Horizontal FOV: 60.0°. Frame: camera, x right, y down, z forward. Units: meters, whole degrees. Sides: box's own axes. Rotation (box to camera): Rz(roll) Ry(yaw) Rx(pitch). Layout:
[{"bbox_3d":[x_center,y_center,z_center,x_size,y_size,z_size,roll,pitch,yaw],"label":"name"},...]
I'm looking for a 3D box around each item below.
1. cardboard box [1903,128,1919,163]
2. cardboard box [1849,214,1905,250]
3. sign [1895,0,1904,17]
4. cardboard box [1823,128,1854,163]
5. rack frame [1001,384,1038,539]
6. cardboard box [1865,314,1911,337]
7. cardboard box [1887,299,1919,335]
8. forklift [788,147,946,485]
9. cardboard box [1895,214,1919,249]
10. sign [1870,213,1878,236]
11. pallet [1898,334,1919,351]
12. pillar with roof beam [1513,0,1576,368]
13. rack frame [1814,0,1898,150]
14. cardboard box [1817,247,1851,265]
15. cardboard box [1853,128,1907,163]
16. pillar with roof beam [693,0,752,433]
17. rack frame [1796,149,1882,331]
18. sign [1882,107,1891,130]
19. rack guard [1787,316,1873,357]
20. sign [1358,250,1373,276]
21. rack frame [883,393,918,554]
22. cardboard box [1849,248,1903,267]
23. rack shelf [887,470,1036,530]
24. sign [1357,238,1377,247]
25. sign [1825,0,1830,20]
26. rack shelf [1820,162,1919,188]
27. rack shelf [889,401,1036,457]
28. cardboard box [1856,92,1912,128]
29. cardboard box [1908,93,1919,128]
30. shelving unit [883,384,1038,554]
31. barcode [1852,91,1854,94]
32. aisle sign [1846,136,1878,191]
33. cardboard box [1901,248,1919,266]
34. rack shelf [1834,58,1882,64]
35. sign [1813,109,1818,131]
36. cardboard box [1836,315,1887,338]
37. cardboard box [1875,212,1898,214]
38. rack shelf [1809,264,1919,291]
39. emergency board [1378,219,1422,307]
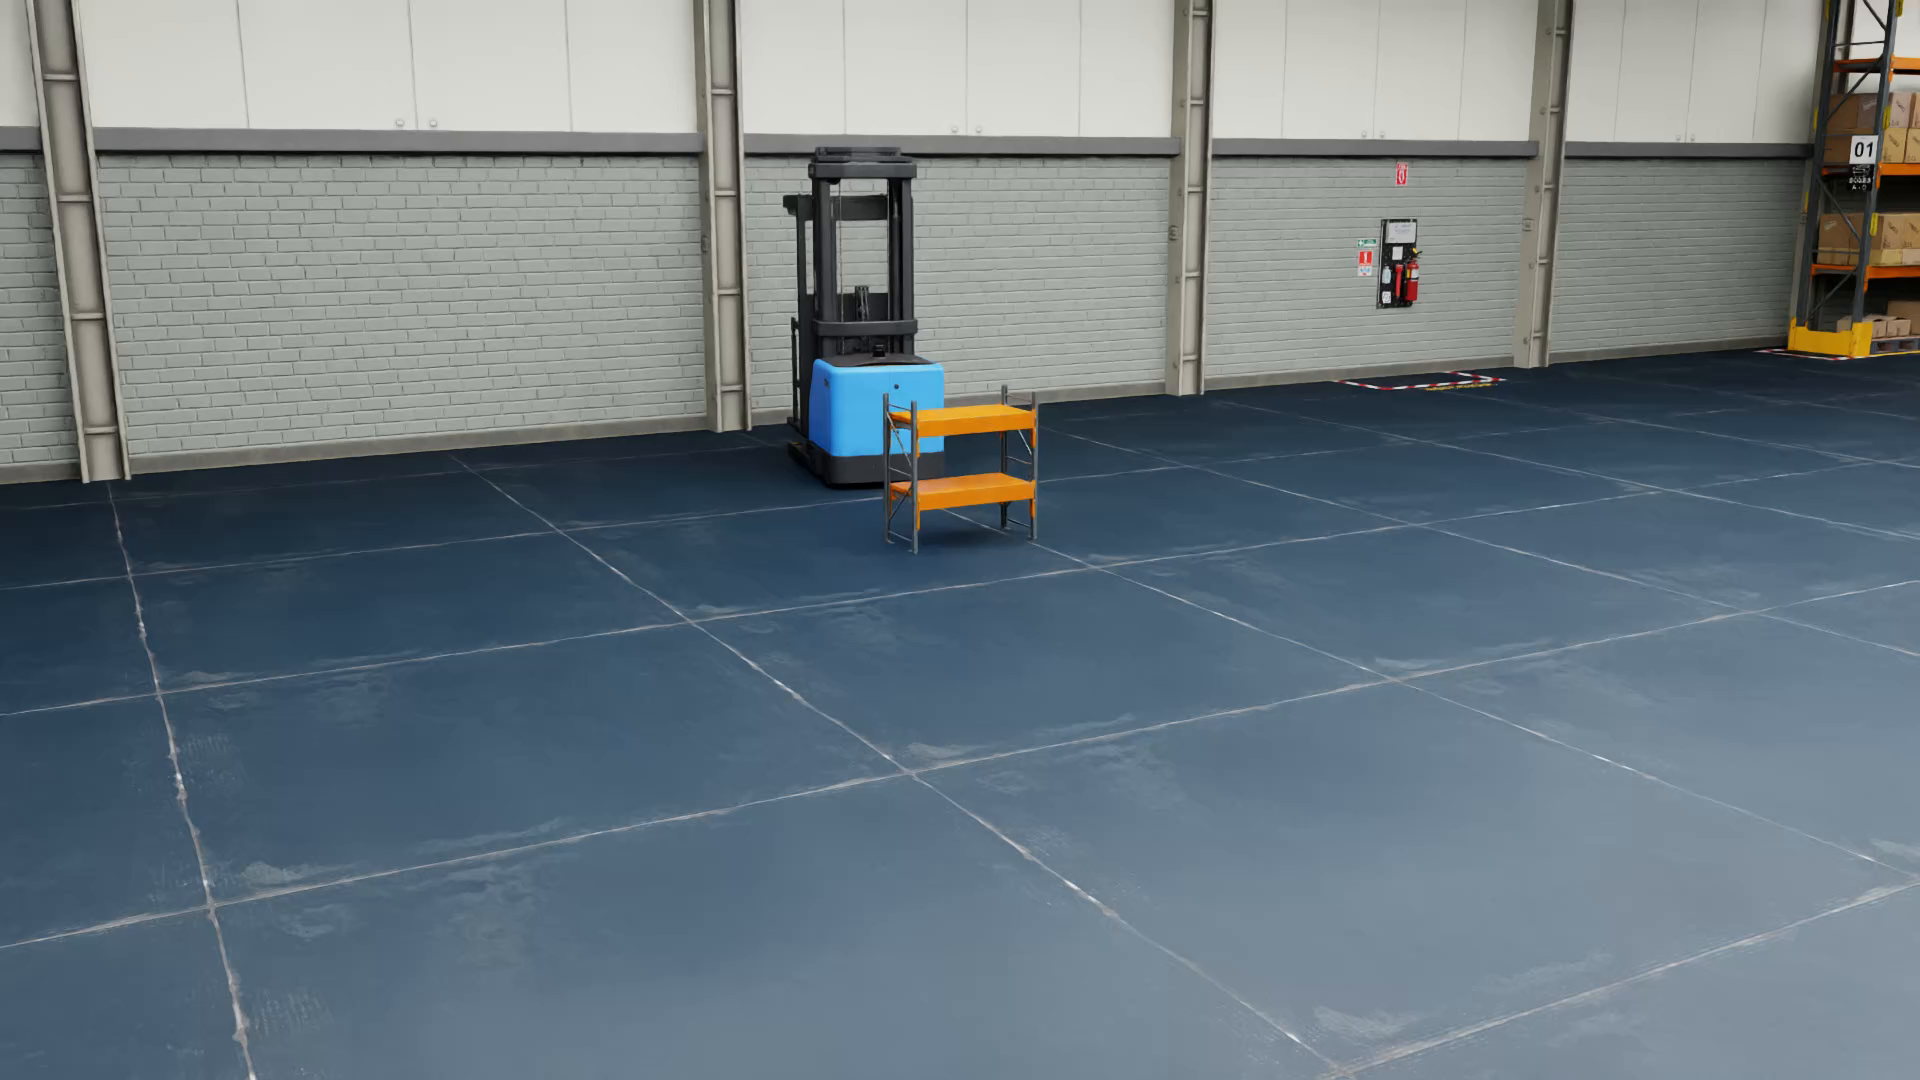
[{"bbox_3d":[14.022,-5.864,24.729,0.500,0.500,0.500,-6,14,-24],"label":"cardboard box"},{"bbox_3d":[13.683,-4.600,24.806,0.500,0.500,0.500,-7,14,-28],"label":"cardboard box"},{"bbox_3d":[13.380,-7.622,23.674,0.005,0.325,0.100,-7,14,-28],"label":"sign"},{"bbox_3d":[13.365,-5.920,24.978,0.500,0.500,0.500,-6,14,-24],"label":"cardboard box"},{"bbox_3d":[0.452,-0.603,12.726,0.032,1.125,0.500,-7,14,-28],"label":"rack frame"},{"bbox_3d":[14.271,-3.324,25.668,0.500,0.311,0.500,-6,14,-23],"label":"cardboard box"},{"bbox_3d":[14.939,-3.484,25.948,0.500,0.500,0.700,-8,15,-31],"label":"cardboard box"},{"bbox_3d":[-1.035,-2.194,15.682,1.130,2.935,3.031,-4,13,-16],"label":"forklift"},{"bbox_3d":[14.122,-4.650,25.029,0.500,0.500,0.500,-7,14,-28],"label":"cardboard box"},{"bbox_3d":[13.381,-4.623,24.349,0.005,0.325,0.100,-7,14,-28],"label":"sign"},{"bbox_3d":[14.987,-3.159,26.166,1.213,0.211,1.003,-7,14,-28],"label":"pallet"},{"bbox_3d":[10.117,-6.012,18.827,0.400,9.000,9.100,-7,14,-28],"label":"pillar with roof beam"},{"bbox_3d":[13.120,-7.232,24.250,0.127,3.000,1.000,-7,14,-28],"label":"rack frame"},{"bbox_3d":[13.438,-4.329,25.307,0.500,0.250,0.500,-7,14,-27],"label":"cardboard box"},{"bbox_3d":[13.534,-5.814,24.508,0.500,0.500,0.500,-6,14,-26],"label":"cardboard box"},{"bbox_3d":[-0.416,-4.749,13.217,0.400,9.000,9.100,-7,14,-28],"label":"pillar with roof beam"},{"bbox_3d":[13.120,-4.306,24.909,0.127,3.000,1.000,-7,14,-28],"label":"rack frame"},{"bbox_3d":[13.381,-6.091,24.019,0.005,0.325,0.100,-7,14,-28],"label":"sign"},{"bbox_3d":[13.187,-3.094,25.219,0.348,0.500,1.175,-7,14,-28],"label":"rack guard"},{"bbox_3d":[5.332,-3.641,21.875,0.234,0.329,0.001,-7,14,-28],"label":"sign"},{"bbox_3d":[-0.440,-0.496,12.251,0.032,1.125,0.500,-7,14,-28],"label":"rack frame"},{"bbox_3d":[13.701,-4.232,24.879,0.500,0.250,0.500,-7,15,-29],"label":"cardboard box"},{"bbox_3d":[0.006,-0.311,12.543,1.000,0.278,0.538,-7,14,-28],"label":"rack shelf"},{"bbox_3d":[5.340,-3.898,21.812,0.331,0.109,0.001,-7,14,-28],"label":"sign"},{"bbox_3d":[12.872,-7.874,24.615,0.005,0.325,0.100,-7,14,-28],"label":"sign"},{"bbox_3d":[14.876,-5.628,25.593,4.000,0.370,1.077,-7,14,-28],"label":"rack shelf"},{"bbox_3d":[0.006,-0.835,12.425,1.000,0.278,0.538,-7,14,-28],"label":"rack shelf"},{"bbox_3d":[13.575,-6.309,24.429,0.500,0.500,0.500,-8,15,-32],"label":"cardboard box"},{"bbox_3d":[14.039,-6.352,24.620,0.500,0.500,0.500,-7,14,-29],"label":"cardboard box"},{"bbox_3d":[0.006,-0.549,12.489,1.048,1.125,0.538,-7,14,-28],"label":"shelving unit"},{"bbox_3d":[13.504,-6.769,25.153,0.075,0.075,0.001,-7,14,-28],"label":"barcode"},{"bbox_3d":[13.201,-5.508,24.333,0.004,0.787,0.394,-7,14,-28],"label":"aisle sign"},{"bbox_3d":[14.150,-4.290,25.134,0.500,0.250,0.500,-7,15,-30],"label":"cardboard box"},{"bbox_3d":[14.876,-7.220,25.235,3.809,0.052,0.919,-7,14,-28],"label":"rack shelf"},{"bbox_3d":[12.872,-6.310,24.967,0.005,0.325,0.100,-7,14,-28],"label":"sign"},{"bbox_3d":[13.771,-3.264,25.402,0.500,0.311,0.500,-9,15,-34],"label":"cardboard box"},{"bbox_3d":[14.331,-4.805,25.715,0.500,0.500,0.500,-7,15,-29],"label":"cardboard box"},{"bbox_3d":[14.876,-4.165,25.923,4.000,0.370,1.077,-7,14,-28],"label":"rack shelf"},{"bbox_3d":[5.870,-3.662,22.050,0.636,1.158,0.192,-7,14,-28],"label":"emergency board"}]
